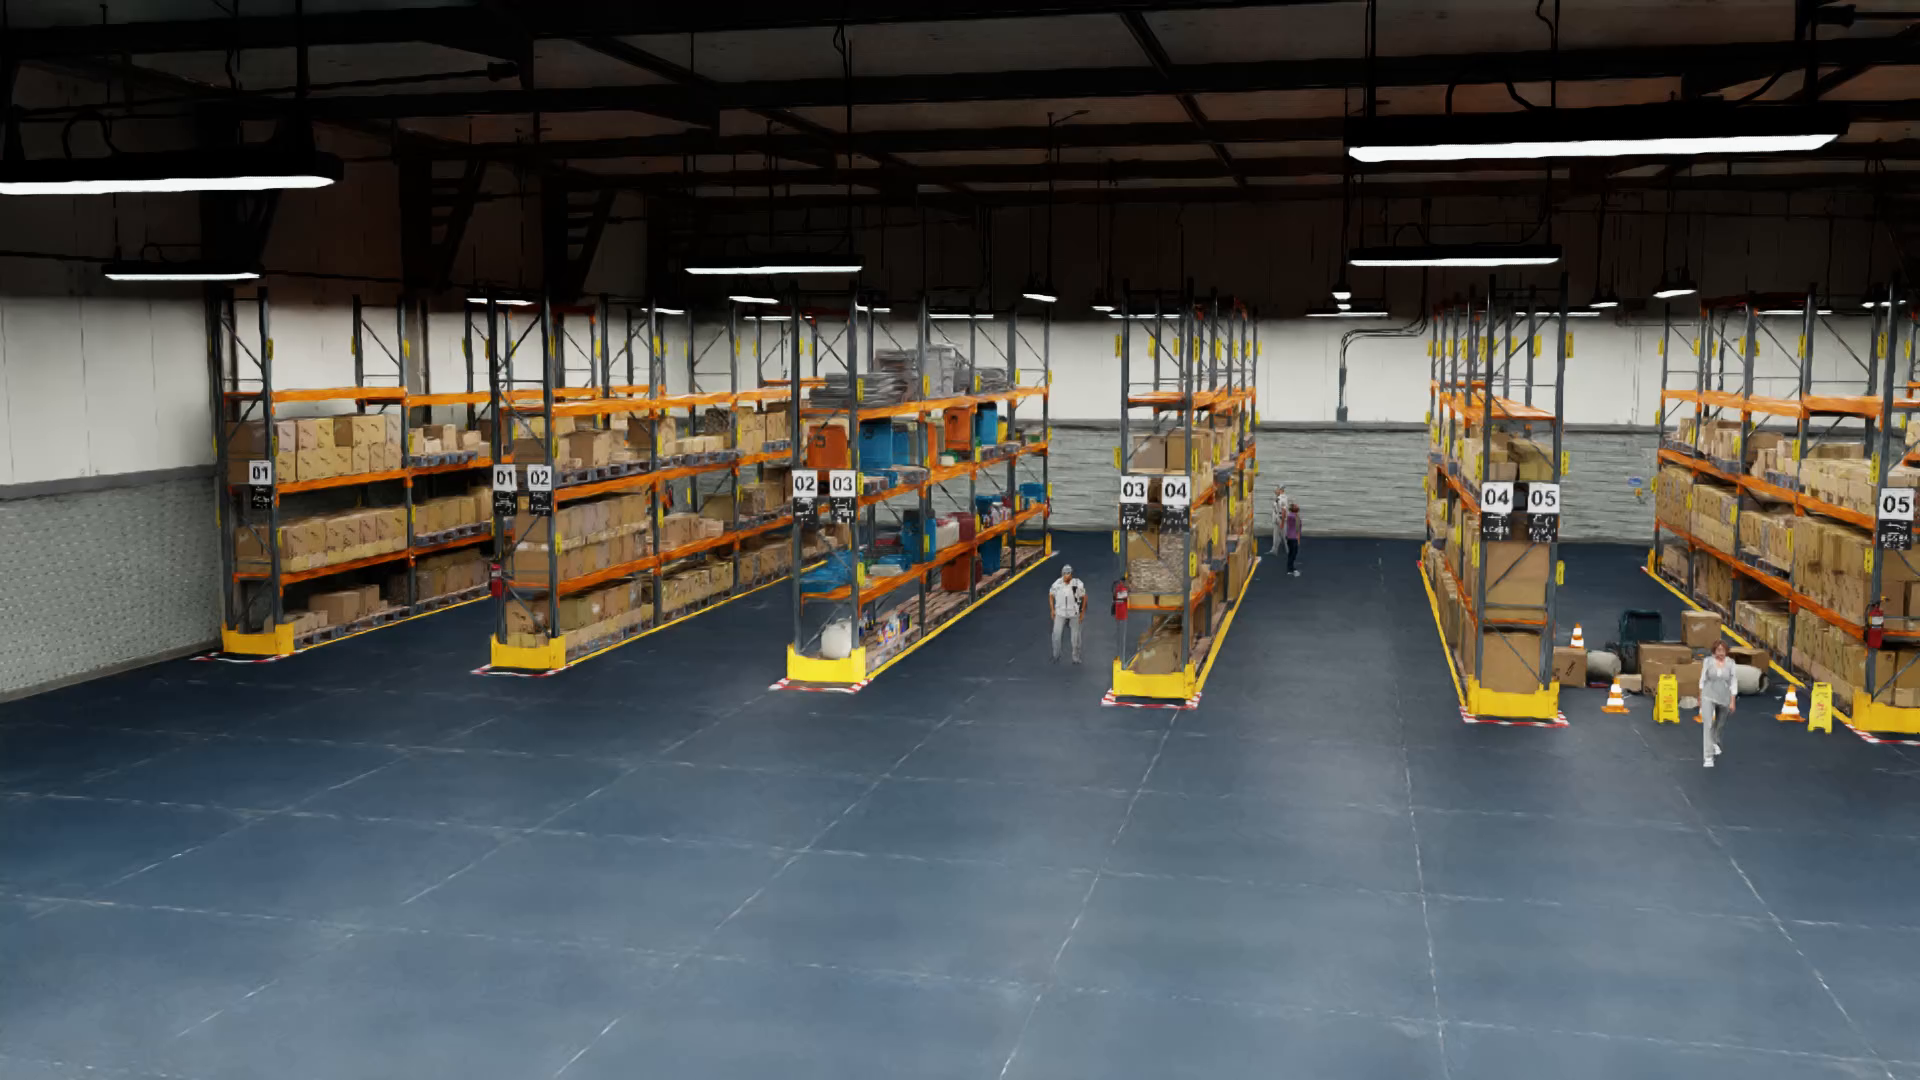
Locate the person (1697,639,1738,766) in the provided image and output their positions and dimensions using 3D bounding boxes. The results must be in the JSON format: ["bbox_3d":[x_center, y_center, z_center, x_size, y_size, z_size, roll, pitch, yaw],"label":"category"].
[{"bbox_3d":[9.167,1.929,20.110,0.419,1.514,1.043,2,7,16],"label":"person"}]

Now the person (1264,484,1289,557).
[{"bbox_3d":[7.700,-0.476,40.109,0.630,1.741,0.670,0,7,-2],"label":"person"}]

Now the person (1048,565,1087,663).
[{"bbox_3d":[1.709,1.177,26.459,0.625,1.611,0.575,1,7,11],"label":"person"}]

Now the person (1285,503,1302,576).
[{"bbox_3d":[7.394,-0.025,36.775,0.401,1.599,0.465,-2,7,-18],"label":"person"}]
